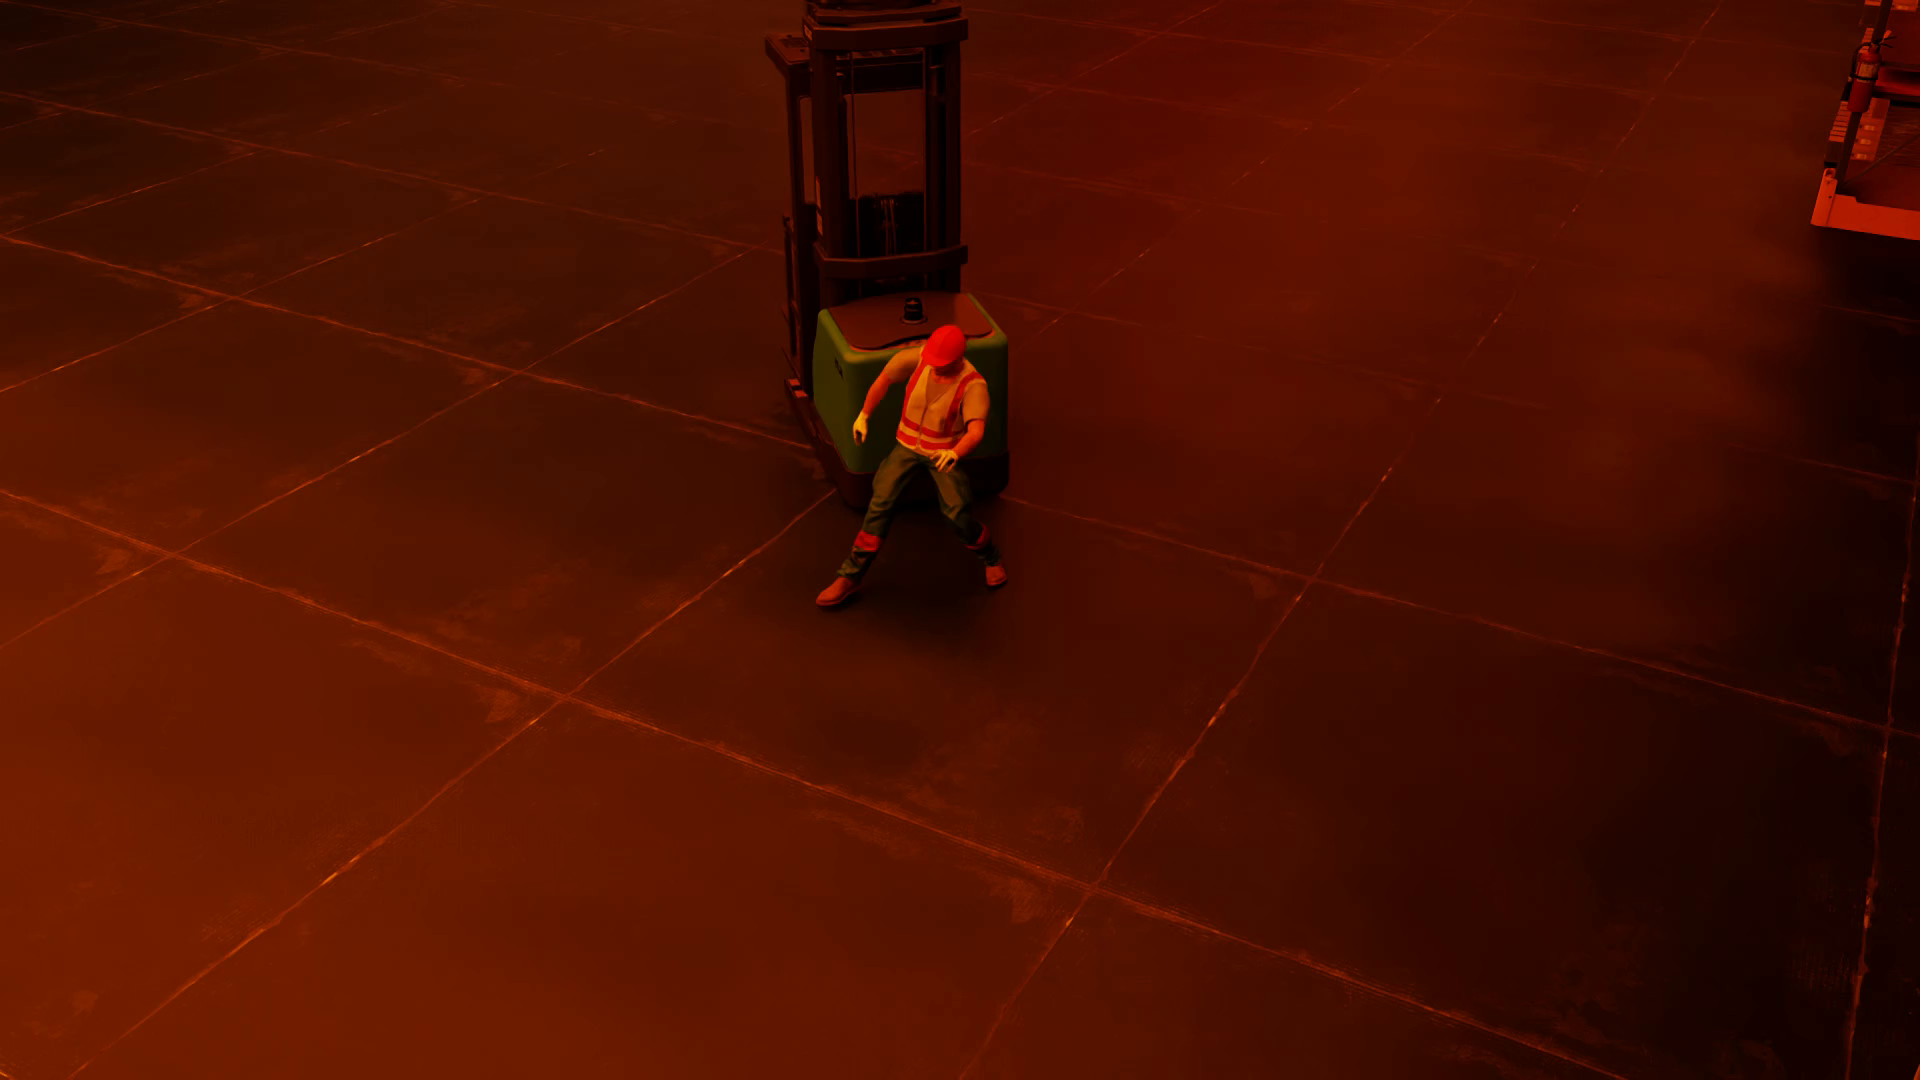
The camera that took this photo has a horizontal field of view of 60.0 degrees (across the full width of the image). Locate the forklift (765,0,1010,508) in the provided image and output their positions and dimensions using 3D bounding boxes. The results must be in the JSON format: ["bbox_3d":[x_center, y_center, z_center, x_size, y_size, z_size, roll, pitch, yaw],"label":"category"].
[{"bbox_3d":[-0.602,-2.189,10.864,1.130,2.935,3.031,-9,31,-14],"label":"forklift"}]

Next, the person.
[{"bbox_3d":[-0.271,-0.406,9.168,0.967,1.555,1.000,13,33,22],"label":"person"}]
